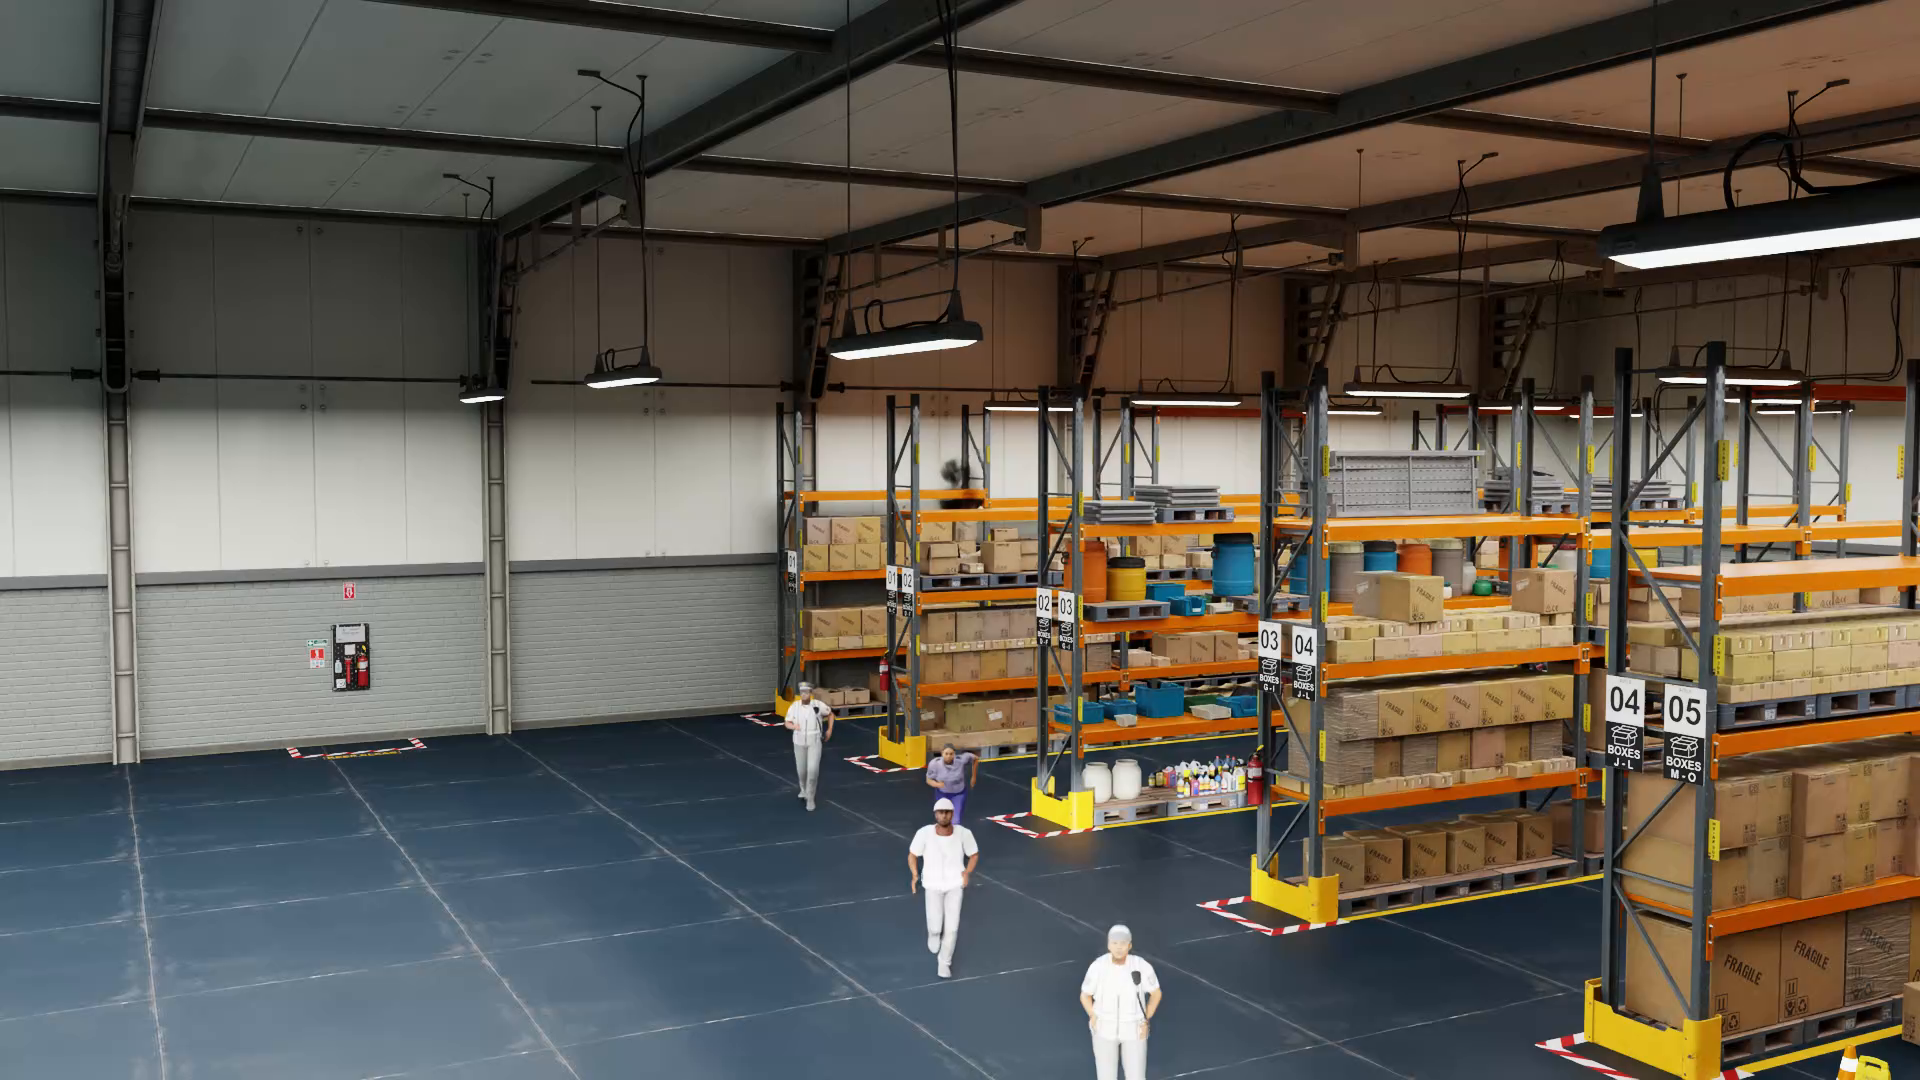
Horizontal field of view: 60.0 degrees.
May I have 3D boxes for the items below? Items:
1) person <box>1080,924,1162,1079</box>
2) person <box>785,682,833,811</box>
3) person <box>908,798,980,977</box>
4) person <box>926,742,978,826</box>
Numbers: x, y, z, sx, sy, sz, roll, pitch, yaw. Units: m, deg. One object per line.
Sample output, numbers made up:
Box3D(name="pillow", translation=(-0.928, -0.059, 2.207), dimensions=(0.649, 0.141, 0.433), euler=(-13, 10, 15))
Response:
Box3D(name="person", translation=(1.180, 3.656, 12.298), dimensions=(0.602, 1.618, 0.548), euler=(1, 3, 9))
Box3D(name="person", translation=(-2.186, 2.947, 23.944), dimensions=(0.670, 1.830, 0.822), euler=(0, 3, 4))
Box3D(name="person", translation=(-0.155, 3.383, 16.339), dimensions=(0.702, 1.719, 0.589), euler=(0, 3, -2))
Box3D(name="person", translation=(-0.096, 3.249, 20.700), dimensions=(0.640, 1.576, 0.956), euler=(0, 3, 3))
